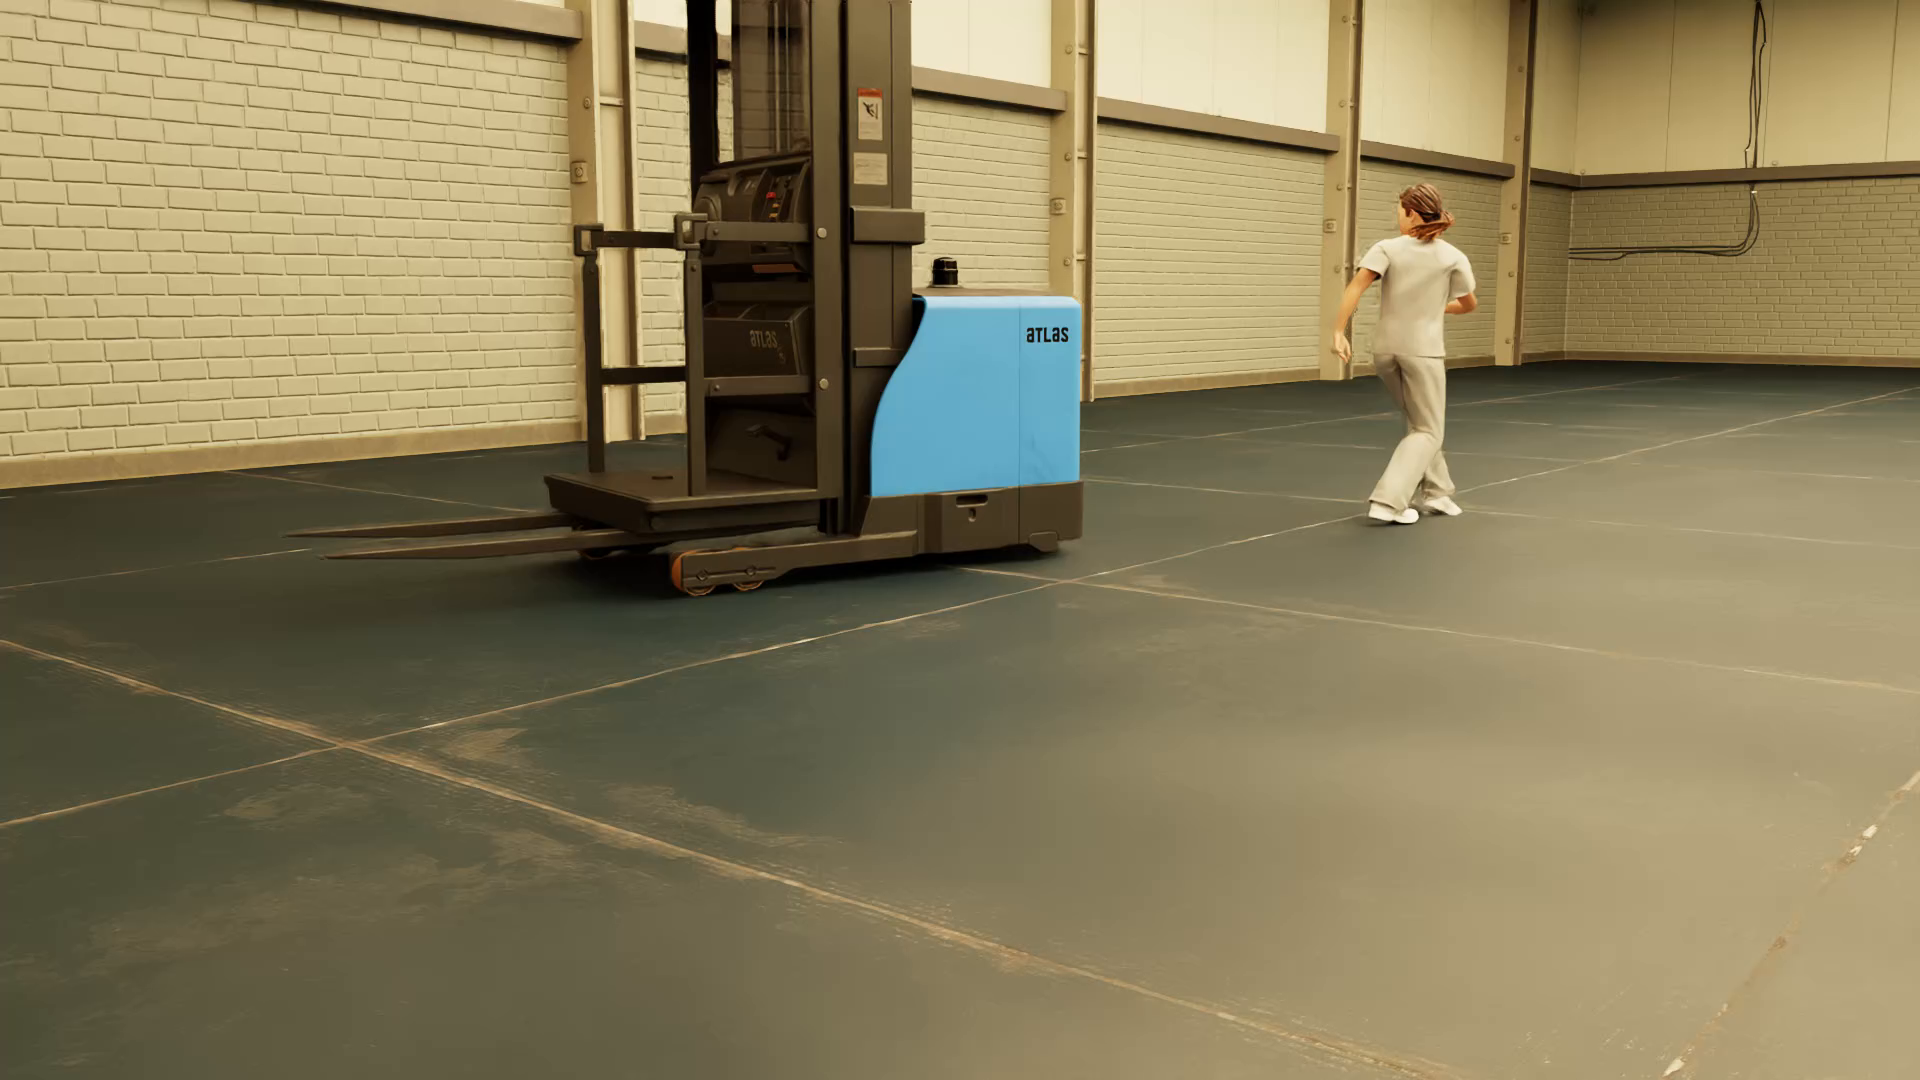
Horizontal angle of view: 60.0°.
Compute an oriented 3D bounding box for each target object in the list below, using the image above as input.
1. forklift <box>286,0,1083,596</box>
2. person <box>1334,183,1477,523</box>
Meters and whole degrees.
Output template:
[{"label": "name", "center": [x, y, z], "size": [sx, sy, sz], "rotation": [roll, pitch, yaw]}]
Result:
[{"label": "forklift", "center": [-0.997, -1.333, 6.394], "size": [3.031, 2.935, 1.130], "rotation": [-5, 10, -33]}, {"label": "person", "center": [2.194, -0.880, 7.976], "size": [0.475, 1.630, 0.875], "rotation": [8, 11, 42]}]
